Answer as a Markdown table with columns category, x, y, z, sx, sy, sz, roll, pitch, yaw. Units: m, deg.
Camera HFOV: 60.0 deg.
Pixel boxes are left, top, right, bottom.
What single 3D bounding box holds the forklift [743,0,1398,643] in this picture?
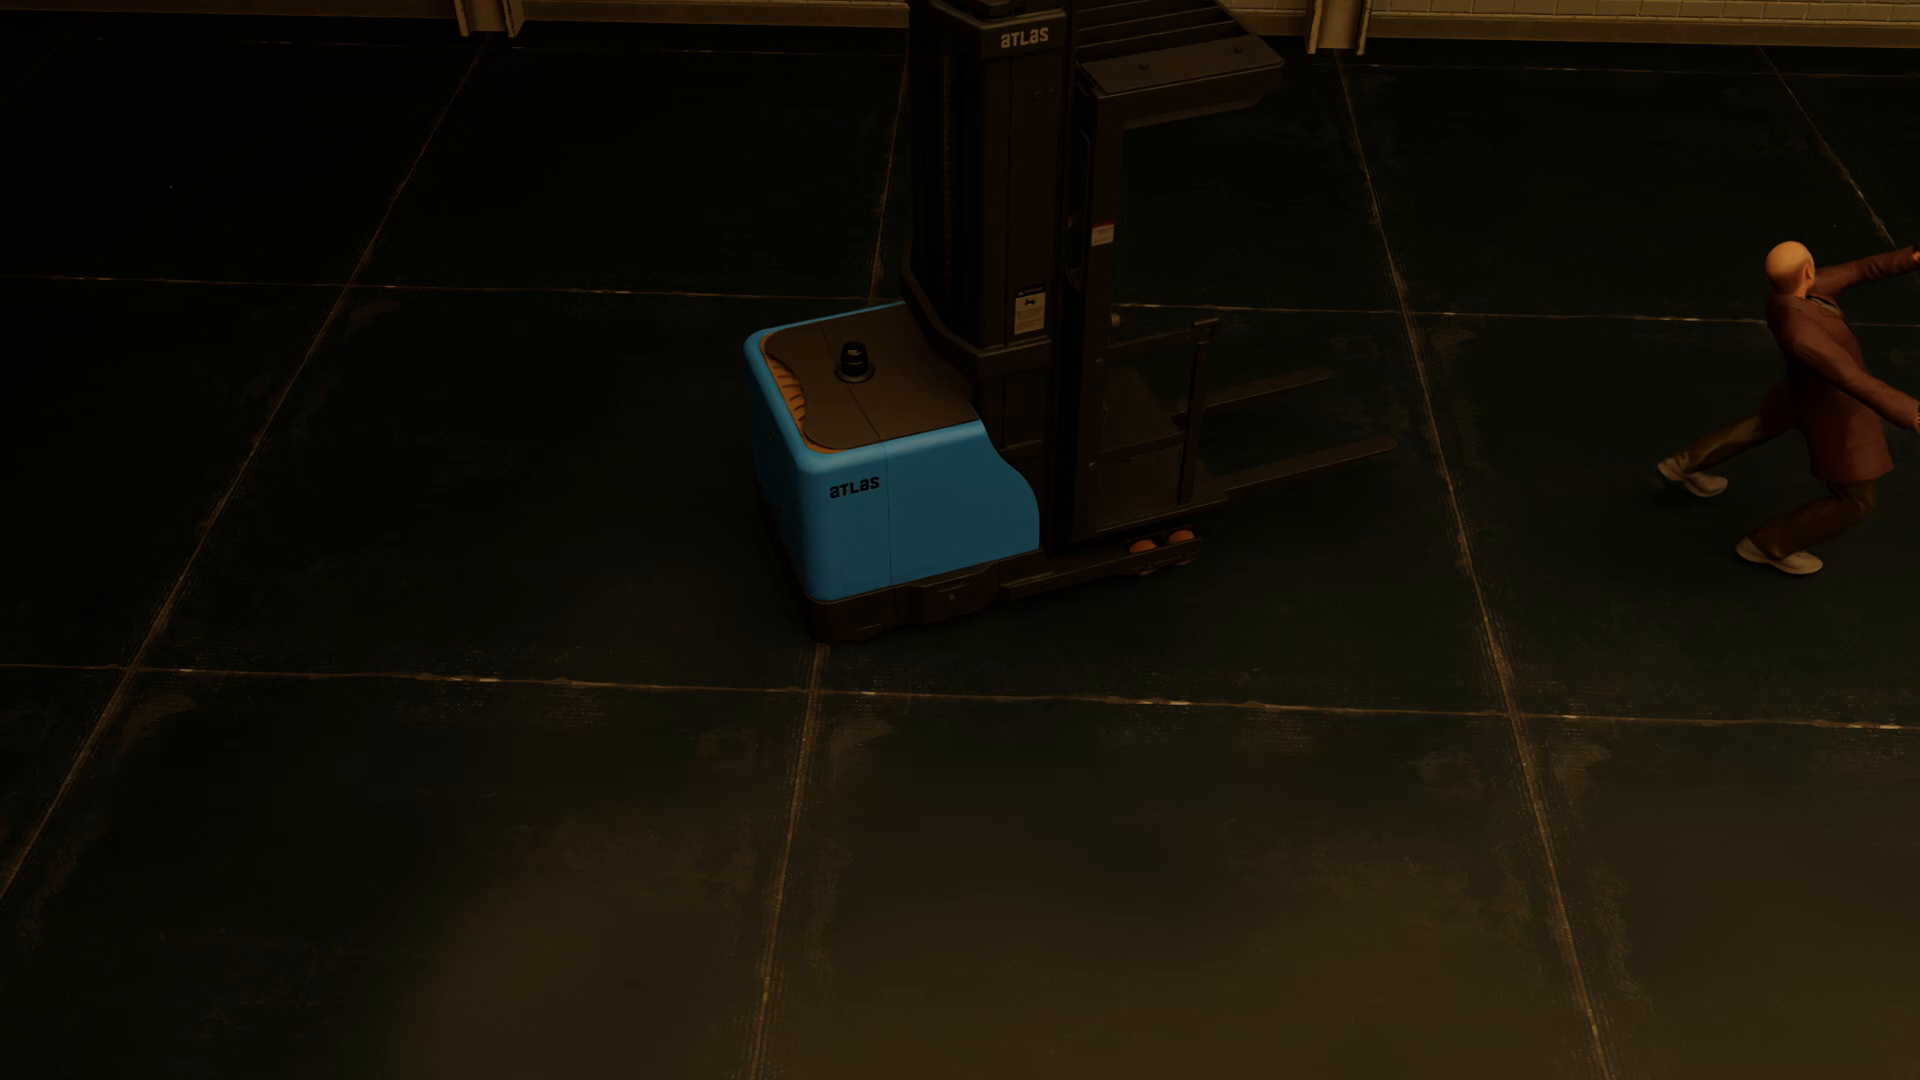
| category | x | y | z | sx | sy | sz | roll | pitch | yaw |
| --- | --- | --- | --- | --- | --- | --- | --- | --- | --- |
| forklift | 0.601 | -1.241 | 7.102 | 3.031 | 2.935 | 1.130 | -14 | 44 | -15 |

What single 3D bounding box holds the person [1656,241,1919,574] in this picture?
| category | x | y | z | sx | sy | sz | roll | pitch | yaw |
| --- | --- | --- | --- | --- | --- | --- | --- | --- | --- |
| person | 3.816 | -0.492 | 7.299 | 0.808 | 1.545 | 1.103 | -5 | 43 | -5 |
